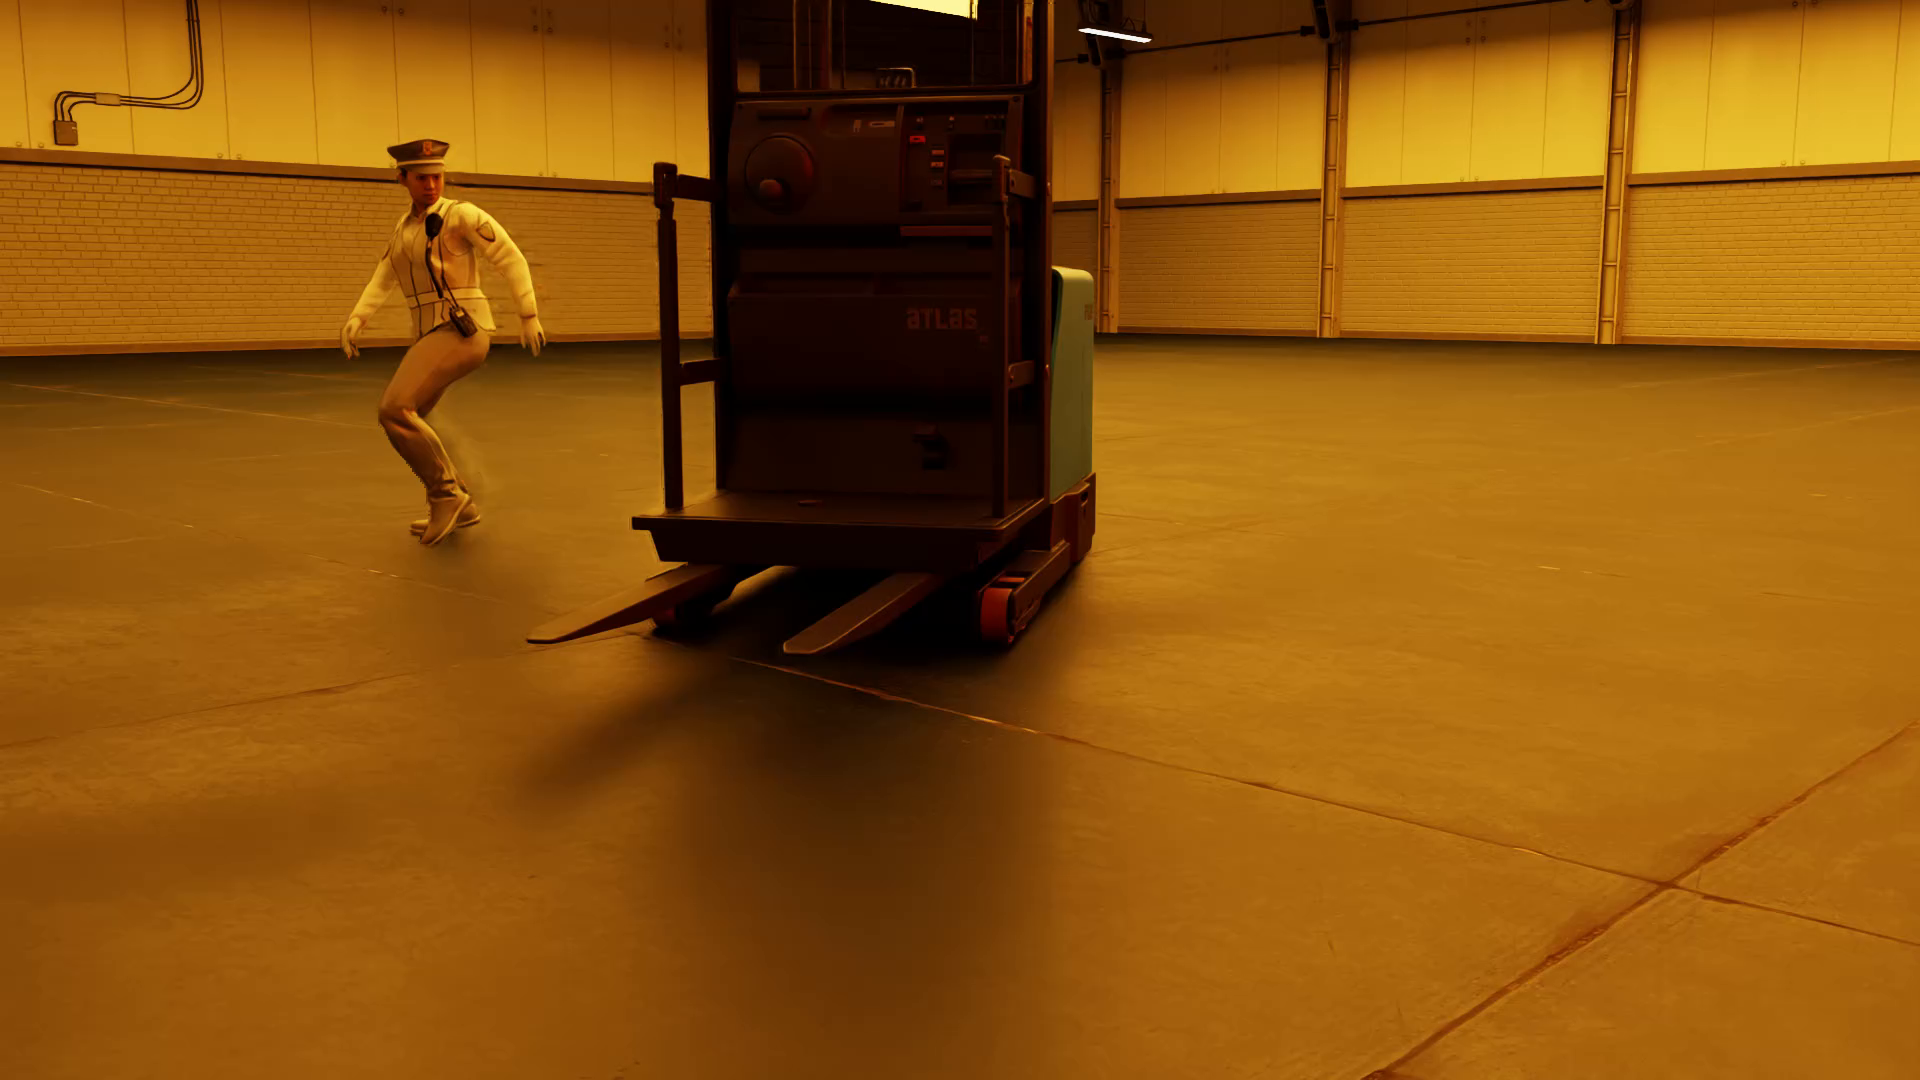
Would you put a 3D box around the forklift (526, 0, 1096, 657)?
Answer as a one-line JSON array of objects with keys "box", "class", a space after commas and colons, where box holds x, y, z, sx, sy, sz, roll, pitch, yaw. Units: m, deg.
[{"box": [-0.310, -1.213, 4.928, 1.130, 2.935, 3.031, 2, 9, 13], "class": "forklift"}]

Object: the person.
[{"box": [-2.109, -0.788, 6.699, 0.671, 1.614, 0.654, -7, 11, -38], "class": "person"}]
